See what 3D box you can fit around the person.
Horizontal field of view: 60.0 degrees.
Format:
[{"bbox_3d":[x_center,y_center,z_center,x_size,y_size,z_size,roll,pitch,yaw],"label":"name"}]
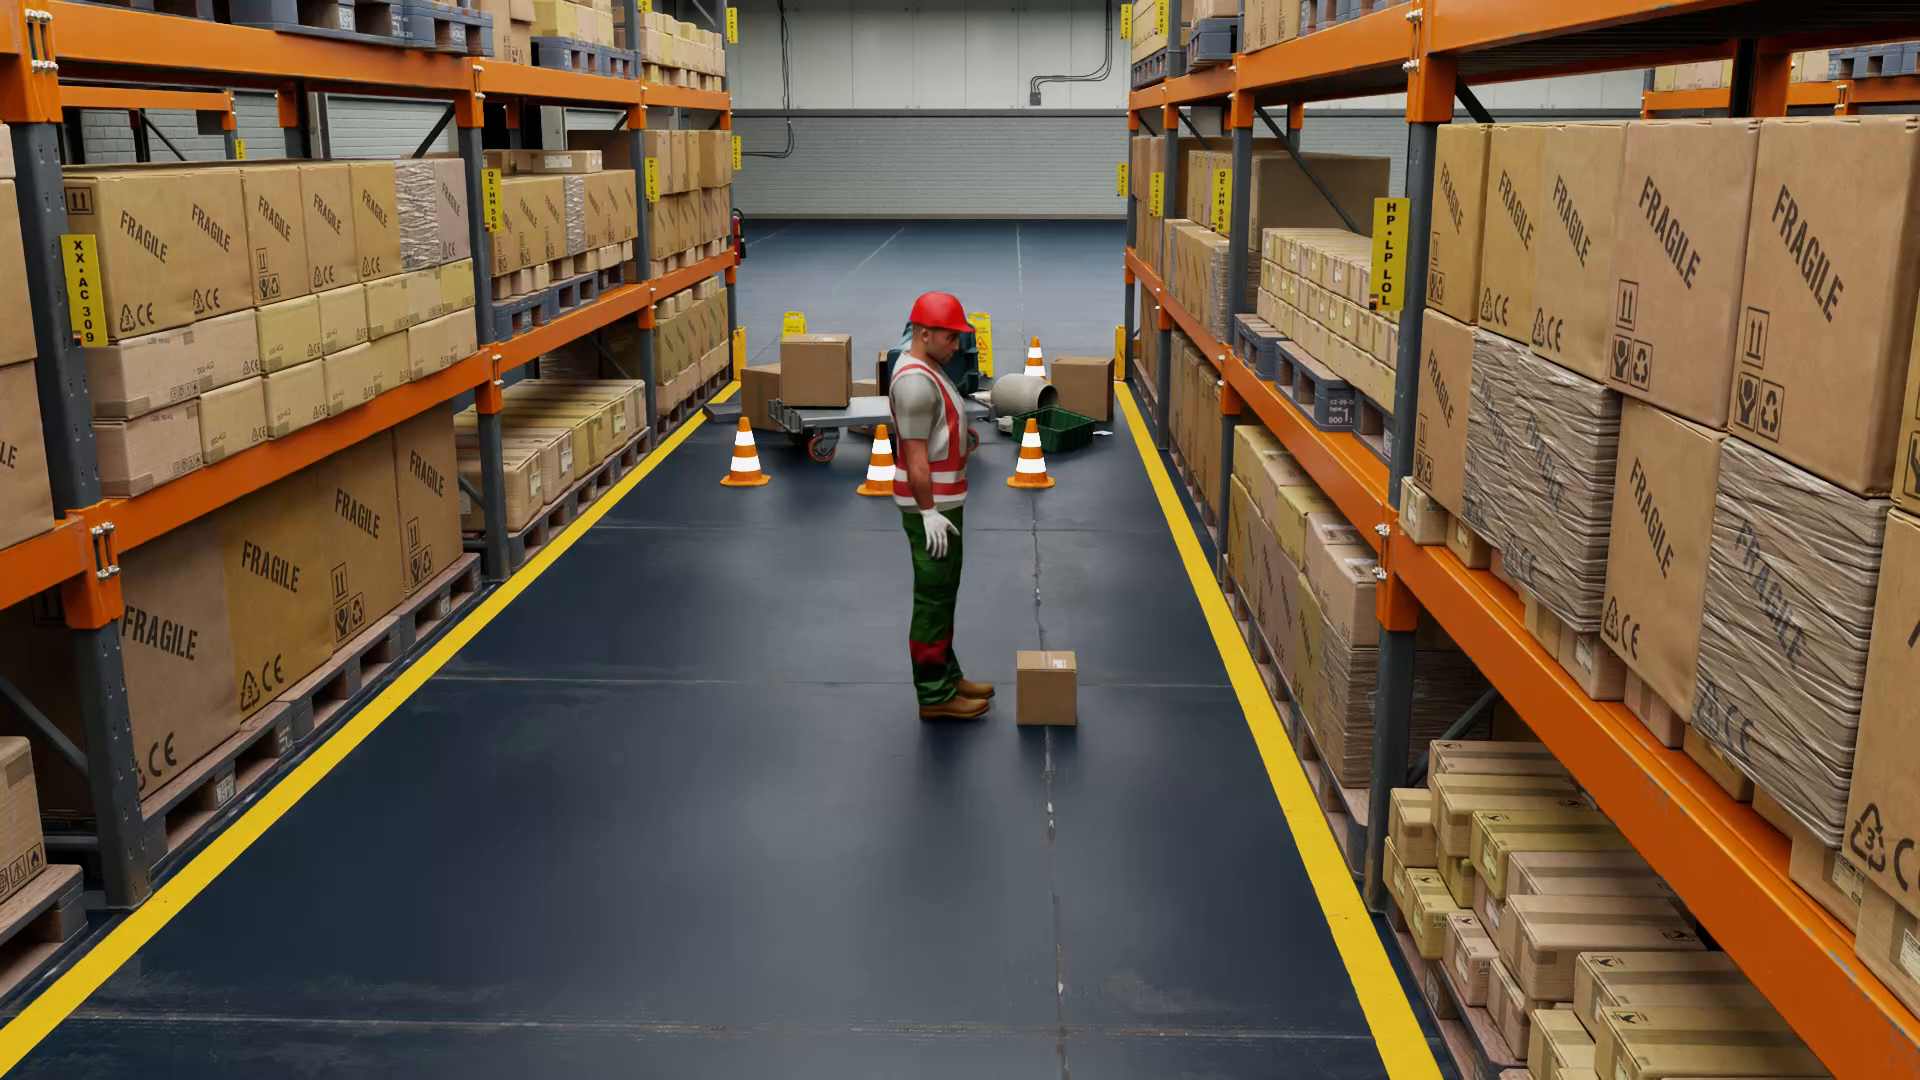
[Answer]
[{"bbox_3d":[-0.069,-0.137,6.931,0.434,1.791,0.556,1,14,2],"label":"person"}]
